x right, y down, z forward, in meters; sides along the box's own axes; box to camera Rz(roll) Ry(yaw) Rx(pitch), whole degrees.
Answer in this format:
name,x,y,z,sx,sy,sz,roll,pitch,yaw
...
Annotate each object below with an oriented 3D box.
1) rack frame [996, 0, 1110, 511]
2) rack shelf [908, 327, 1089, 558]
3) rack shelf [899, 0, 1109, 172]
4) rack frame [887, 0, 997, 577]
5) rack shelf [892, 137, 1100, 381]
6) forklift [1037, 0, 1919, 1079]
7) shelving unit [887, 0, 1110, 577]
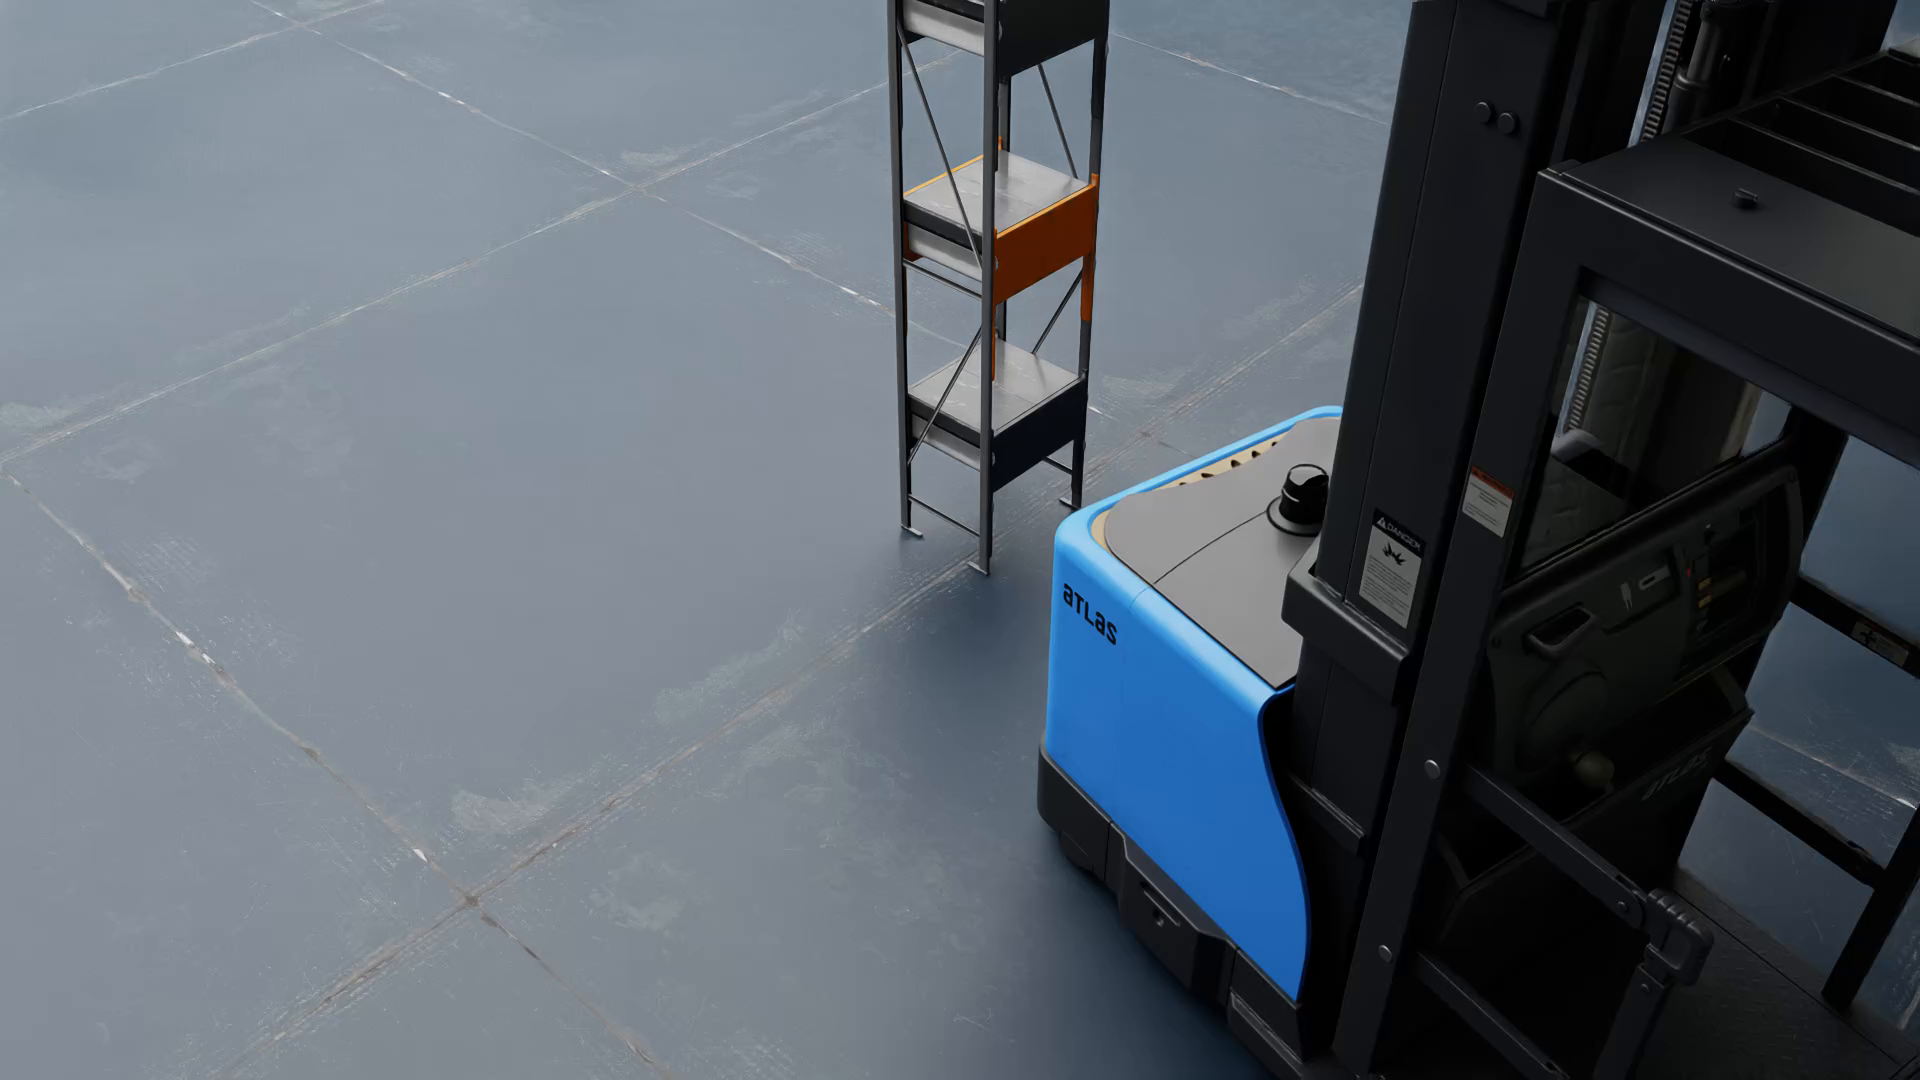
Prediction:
name,x,y,z,sx,sy,sz,roll,pitch,yaw
rack frame,0.276,-1.010,5.333,0.400,2.100,0.015,30,47,32
rack shelf,0.112,-0.339,5.636,0.431,0.518,0.480,30,47,32
rack shelf,0.112,-1.435,4.765,0.431,0.518,0.480,30,47,32
rack frame,-0.053,-0.786,5.051,0.400,2.100,0.015,30,47,32
rack shelf,0.112,-0.887,5.201,0.431,0.518,0.480,30,47,32
forklift,1.463,0.232,3.103,1.130,2.935,3.031,-23,44,-26
shelving unit,0.112,-0.898,5.192,0.431,2.100,0.503,30,47,32
